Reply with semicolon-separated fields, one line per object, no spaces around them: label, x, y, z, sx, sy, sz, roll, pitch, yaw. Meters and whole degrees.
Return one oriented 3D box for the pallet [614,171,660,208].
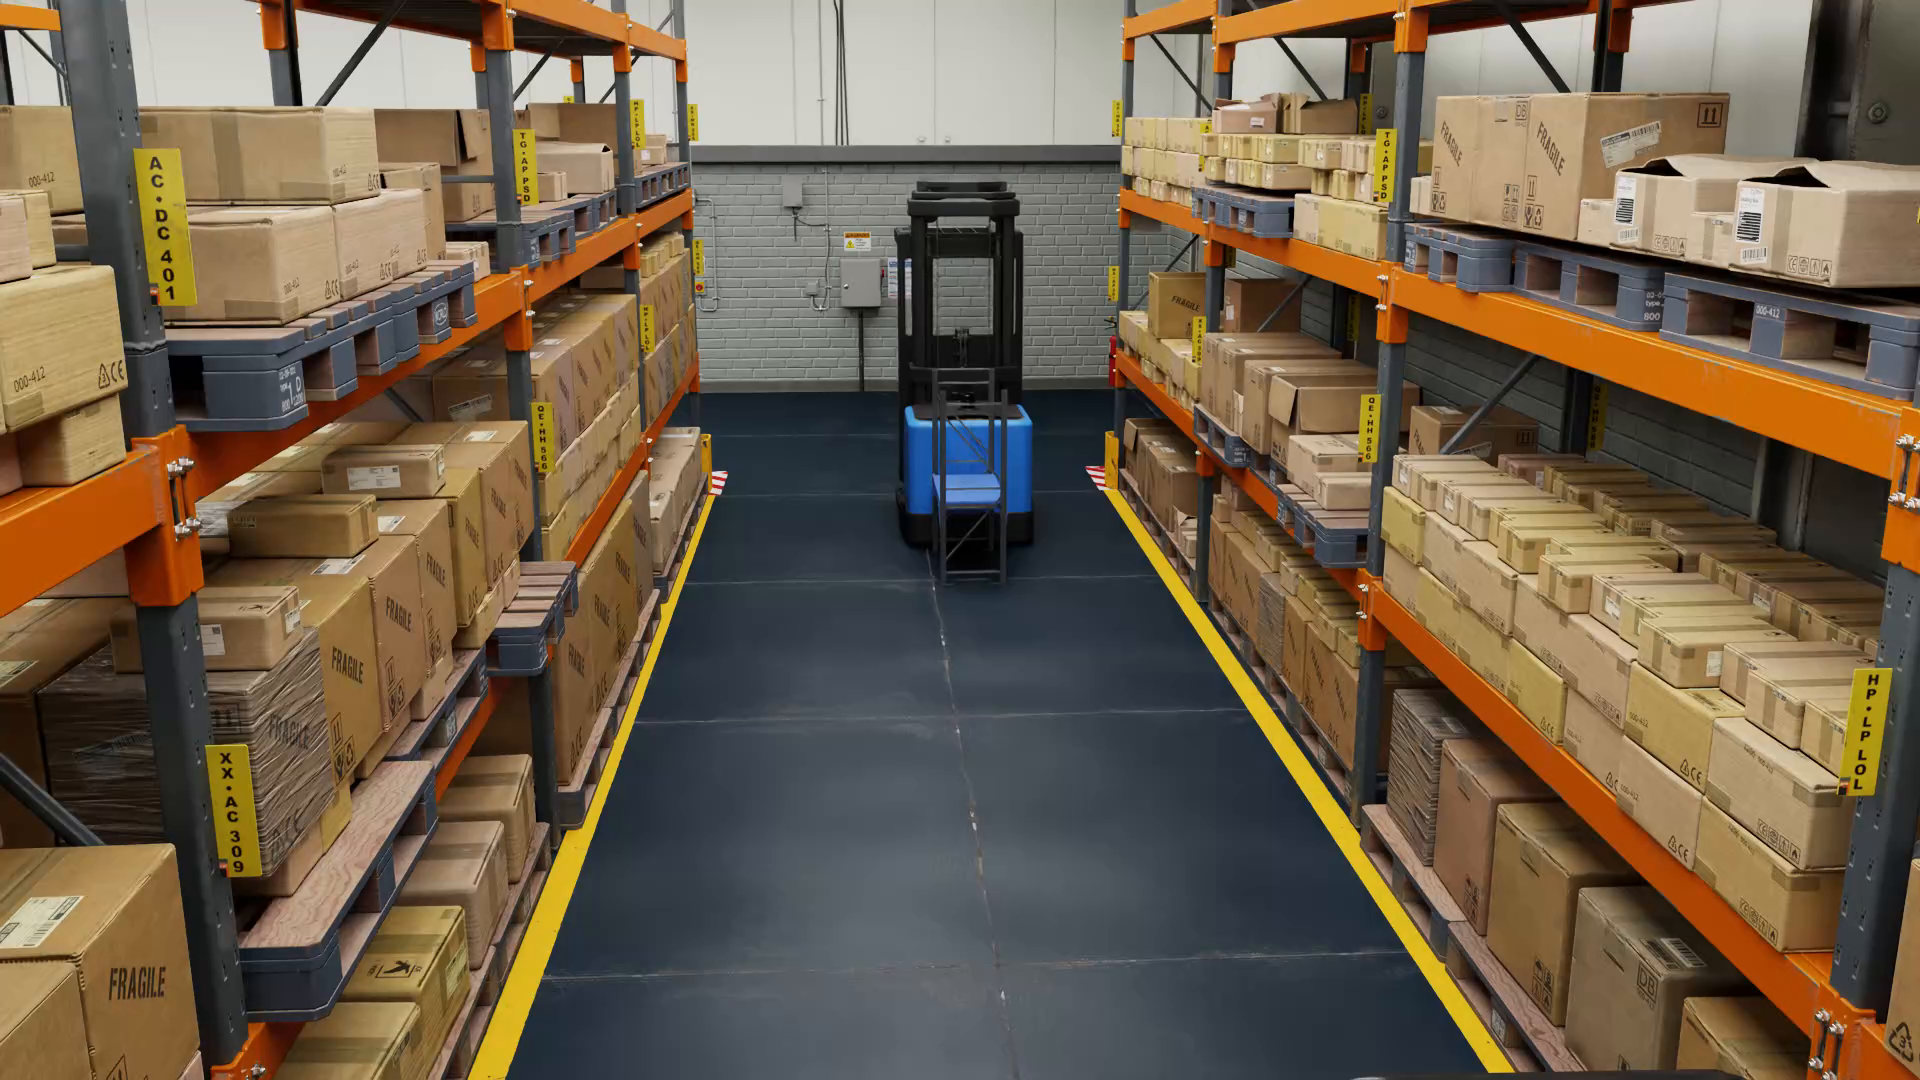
pallet;-2.755;-2.547;12.064;1.003;0.211;1.213;-1;14;-3

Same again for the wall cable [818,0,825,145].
wall cable;-2.845;-6.255;20.278;2.355;3.000;0.029;-1;14;-3

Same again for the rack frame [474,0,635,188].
rack frame;-2.714;-3.839;10.888;1.000;3.000;0.127;-1;14;-3

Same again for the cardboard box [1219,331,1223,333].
cardboard box;2.374;-1.586;13.873;0.500;0.250;0.500;-1;14;-4

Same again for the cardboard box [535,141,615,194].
cardboard box;-2.450;-2.331;10.381;0.500;0.311;0.500;-1;14;-3

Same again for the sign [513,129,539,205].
sign;-1.925;-1.650;7.361;0.100;0.325;0.005;-1;14;-3

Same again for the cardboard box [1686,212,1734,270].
cardboard box;2.364;-0.873;4.842;0.380;0.149;0.250;-1;14;-4

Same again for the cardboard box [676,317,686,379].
cardboard box;-2.611;-1.608;14.056;0.500;0.500;0.500;0;14;-2

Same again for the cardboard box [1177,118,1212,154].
cardboard box;1.928;-3.025;12.446;0.500;0.250;0.500;-1;14;-4

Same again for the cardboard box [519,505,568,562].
cardboard box;-2.246;0.008;8.276;0.500;0.250;0.500;-1;14;-4

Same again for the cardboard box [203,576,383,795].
cardboard box;-1.993;0.414;4.755;0.500;0.500;0.500;-1;14;-3

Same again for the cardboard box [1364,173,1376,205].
cardboard box;2.228;-1.739;8.246;0.380;0.149;0.250;-1;14;-5

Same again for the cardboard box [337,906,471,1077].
cardboard box;-2.347;1.643;6.051;0.950;0.372;0.625;0;14;-2

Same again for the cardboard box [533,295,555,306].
cardboard box;-2.974;-1.352;11.056;0.500;0.500;0.500;-1;14;-3

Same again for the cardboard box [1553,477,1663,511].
cardboard box;2.792;-0.173;7.175;0.380;0.149;0.250;-1;14;-3

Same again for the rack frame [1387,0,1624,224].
rack frame;2.487;-2.922;7.323;1.000;3.000;0.127;-1;14;-3

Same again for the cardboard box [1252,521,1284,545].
cardboard box;2.148;-0.026;10.978;0.380;0.149;0.250;-1;14;-4

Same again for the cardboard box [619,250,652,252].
cardboard box;-2.604;-2.180;12.970;0.380;0.149;0.250;-1;14;-4

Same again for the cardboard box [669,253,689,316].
cardboard box;-2.633;-2.215;14.410;0.500;0.500;0.500;-1;14;-3

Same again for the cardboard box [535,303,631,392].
cardboard box;-2.397;-1.231;10.582;0.500;0.500;0.500;-1;14;-2

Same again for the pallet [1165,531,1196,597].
pallet;2.198;0.169;12.948;1.003;0.211;1.213;-1;14;-3

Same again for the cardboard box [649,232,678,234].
cardboard box;-2.740;-2.689;14.949;0.380;0.149;0.250;-1;14;-3

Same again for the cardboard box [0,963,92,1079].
cardboard box;-1.904;1.098;2.941;0.500;0.500;0.500;0;14;-2

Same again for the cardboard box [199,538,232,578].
cardboard box;-2.534;0.297;5.212;0.500;0.500;0.500;0;14;-2

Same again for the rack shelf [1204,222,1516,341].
rack shelf;2.363;-1.618;9.720;1.077;0.370;4.000;-1;14;-3

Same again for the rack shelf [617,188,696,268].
rack shelf;-2.838;-2.535;13.284;1.077;0.370;4.000;-1;14;-3

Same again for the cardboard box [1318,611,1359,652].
cardboard box;2.156;0.490;8.973;0.380;0.149;0.250;-2;15;-6

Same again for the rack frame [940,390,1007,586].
rack frame;0.101;-0.382;12.502;0.500;1.500;0.032;-1;14;-4

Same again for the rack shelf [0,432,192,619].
rack shelf;-2.095;0.449;1.685;1.077;0.370;4.000;-1;14;-3

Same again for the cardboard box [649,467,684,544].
cardboard box;-2.702;-0.277;13.381;0.875;0.438;0.875;-1;14;-5

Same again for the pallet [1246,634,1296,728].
pallet;2.406;0.845;10.318;1.003;0.211;1.213;-1;14;-3

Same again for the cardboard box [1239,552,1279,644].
cardboard box;2.114;0.376;10.718;0.500;0.500;0.500;-1;14;-5

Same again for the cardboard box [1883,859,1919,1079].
cardboard box;2.502;1.044;3.747;0.500;0.500;0.500;-1;14;-5

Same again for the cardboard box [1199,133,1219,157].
cardboard box;1.820;-2.657;11.177;0.380;0.149;0.250;0;14;-2

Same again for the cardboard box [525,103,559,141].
cardboard box;-2.830;-3.023;12.486;0.797;0.503;0.637;0;14;1

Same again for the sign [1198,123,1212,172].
sign;1.698;-2.704;11.459;0.100;0.325;0.005;-1;14;-3

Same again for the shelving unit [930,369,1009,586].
shelving unit;0.064;-0.508;12.993;0.538;1.500;1.048;-1;14;-4

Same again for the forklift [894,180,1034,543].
forklift;-0.016;-1.710;14.789;1.130;2.935;3.031;-1;14;-4

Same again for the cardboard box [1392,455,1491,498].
cardboard box;2.213;-0.295;7.651;0.380;0.149;0.250;0;14;-2

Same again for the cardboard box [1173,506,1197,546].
cardboard box;1.890;-0.113;13.091;0.396;0.266;0.258;0;14;-1

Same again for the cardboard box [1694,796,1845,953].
cardboard box;2.443;0.930;4.694;0.500;0.250;0.500;-1;14;-2

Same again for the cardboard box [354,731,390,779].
cardboard box;-2.012;0.636;5.197;0.380;0.149;0.250;-1;14;-3

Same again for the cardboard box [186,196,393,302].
cardboard box;-1.887;-0.805;4.574;0.500;0.250;0.500;-1;14;-4

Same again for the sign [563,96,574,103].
sign;-3.517;-3.836;14.982;0.100;0.325;0.005;-1;14;-3

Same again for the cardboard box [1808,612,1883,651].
cardboard box;2.912;0.332;5.213;0.380;0.149;0.250;-1;14;-4

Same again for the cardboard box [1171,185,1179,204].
cardboard box;1.883;-2.746;13.162;0.380;0.149;0.250;-1;14;-3

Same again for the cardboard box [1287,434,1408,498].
cardboard box;2.099;-0.405;9.037;0.500;0.250;0.500;-2;15;-6

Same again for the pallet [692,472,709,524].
pallet;-2.835;-0.380;15.081;1.003;0.211;1.213;-1;14;-3

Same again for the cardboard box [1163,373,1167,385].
cardboard box;1.890;-1.349;13.754;0.380;0.149;0.250;-1;14;-4

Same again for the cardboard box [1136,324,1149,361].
cardboard box;1.817;-1.709;14.353;0.500;0.250;0.500;-1;14;-4

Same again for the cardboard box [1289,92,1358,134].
cardboard box;2.376;-2.798;10.896;0.396;0.266;0.258;-1;14;-3

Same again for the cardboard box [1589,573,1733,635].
cardboard box;2.384;0.217;5.661;0.380;0.149;0.250;-1;14;-3

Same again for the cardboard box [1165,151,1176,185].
cardboard box;1.897;-2.908;12.994;0.500;0.250;0.500;-1;14;-2

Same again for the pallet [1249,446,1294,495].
pallet;2.362;-0.407;9.974;1.003;0.211;1.213;-1;14;-3
